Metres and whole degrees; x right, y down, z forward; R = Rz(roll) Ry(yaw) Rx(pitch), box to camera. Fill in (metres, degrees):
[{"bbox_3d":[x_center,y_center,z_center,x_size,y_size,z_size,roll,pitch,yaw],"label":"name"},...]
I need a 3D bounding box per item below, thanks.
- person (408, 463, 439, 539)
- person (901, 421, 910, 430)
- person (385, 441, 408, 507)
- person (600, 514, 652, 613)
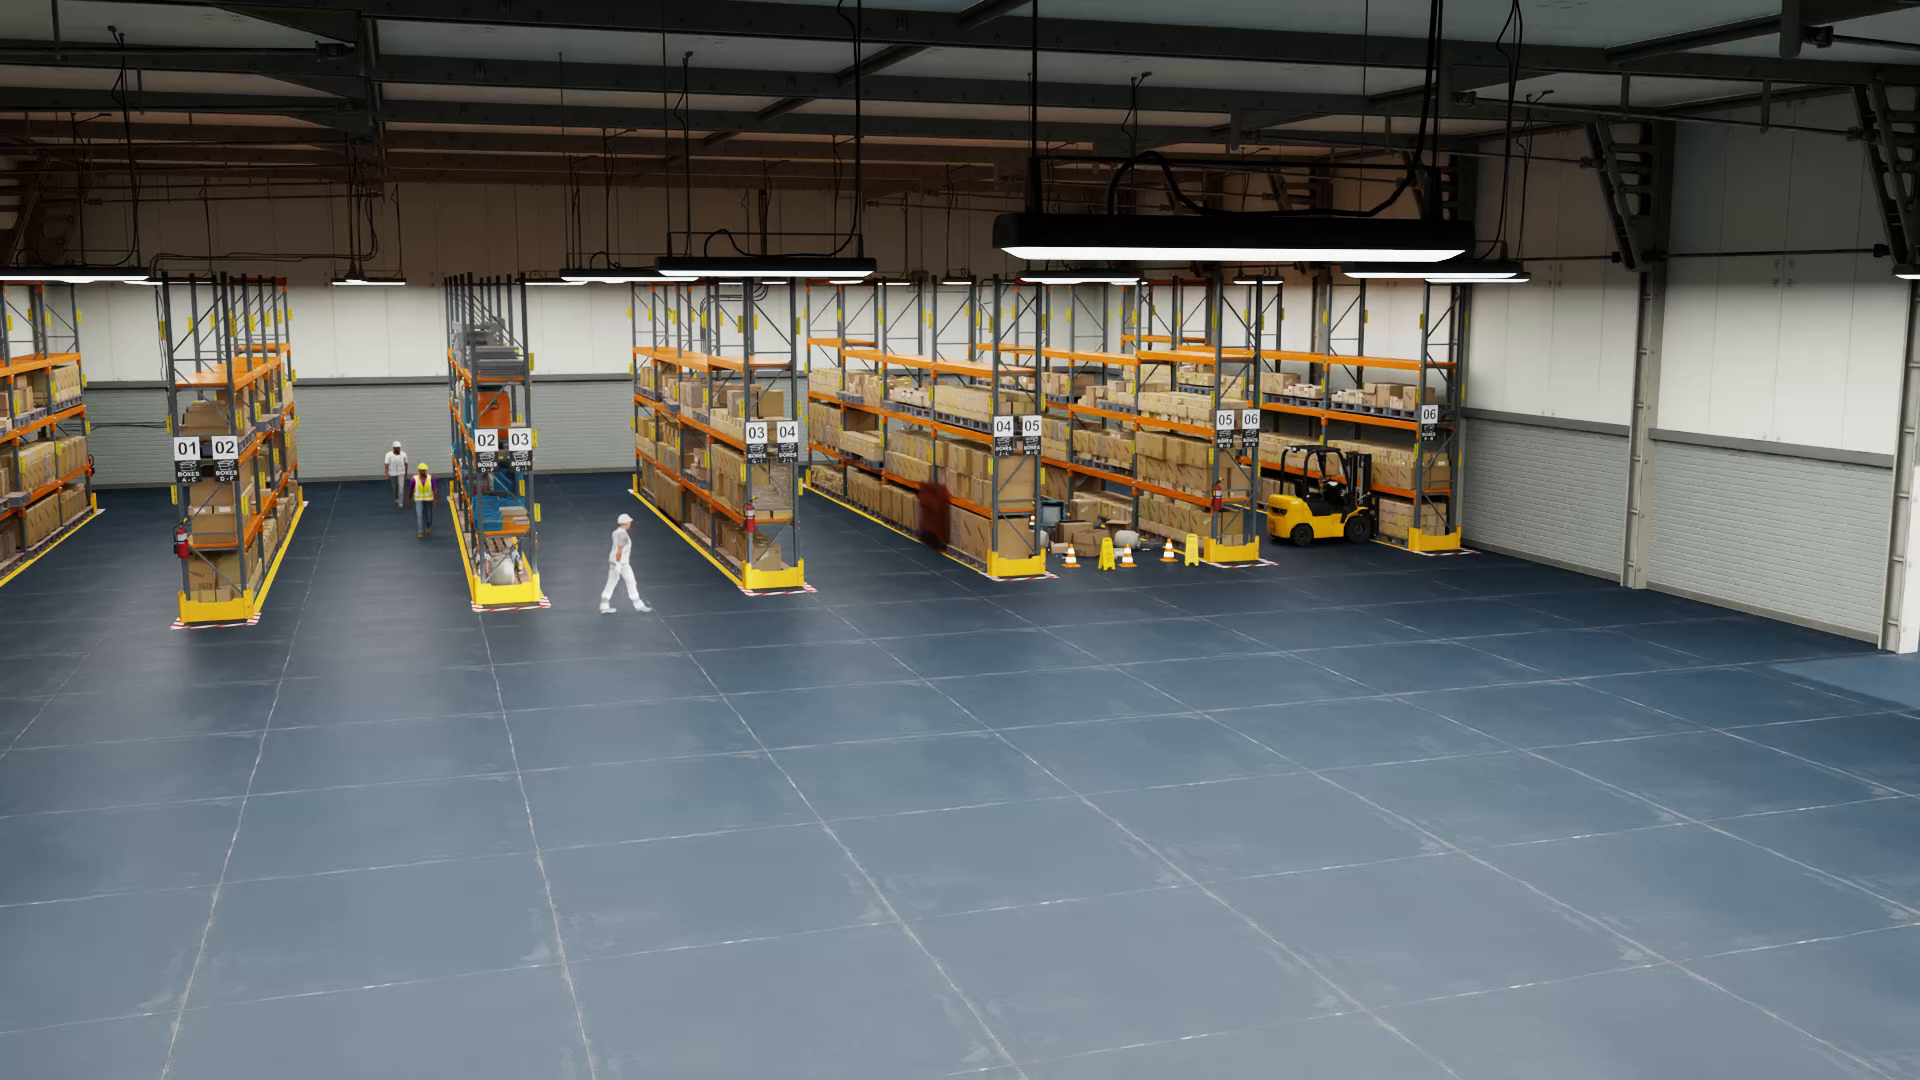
[{"bbox_3d":[-12.399,-0.918,38.392,0.695,1.707,1.085,-2,9,-15],"label":"person"},{"bbox_3d":[-1.565,-2.820,50.920,0.825,1.716,0.545,-7,11,-37],"label":"person"},{"bbox_3d":[-14.858,-1.747,43.834,0.566,1.702,1.077,-2,9,-15],"label":"person"},{"bbox_3d":[-5.967,0.414,29.462,0.904,1.745,0.590,-5,10,-32],"label":"person"}]
